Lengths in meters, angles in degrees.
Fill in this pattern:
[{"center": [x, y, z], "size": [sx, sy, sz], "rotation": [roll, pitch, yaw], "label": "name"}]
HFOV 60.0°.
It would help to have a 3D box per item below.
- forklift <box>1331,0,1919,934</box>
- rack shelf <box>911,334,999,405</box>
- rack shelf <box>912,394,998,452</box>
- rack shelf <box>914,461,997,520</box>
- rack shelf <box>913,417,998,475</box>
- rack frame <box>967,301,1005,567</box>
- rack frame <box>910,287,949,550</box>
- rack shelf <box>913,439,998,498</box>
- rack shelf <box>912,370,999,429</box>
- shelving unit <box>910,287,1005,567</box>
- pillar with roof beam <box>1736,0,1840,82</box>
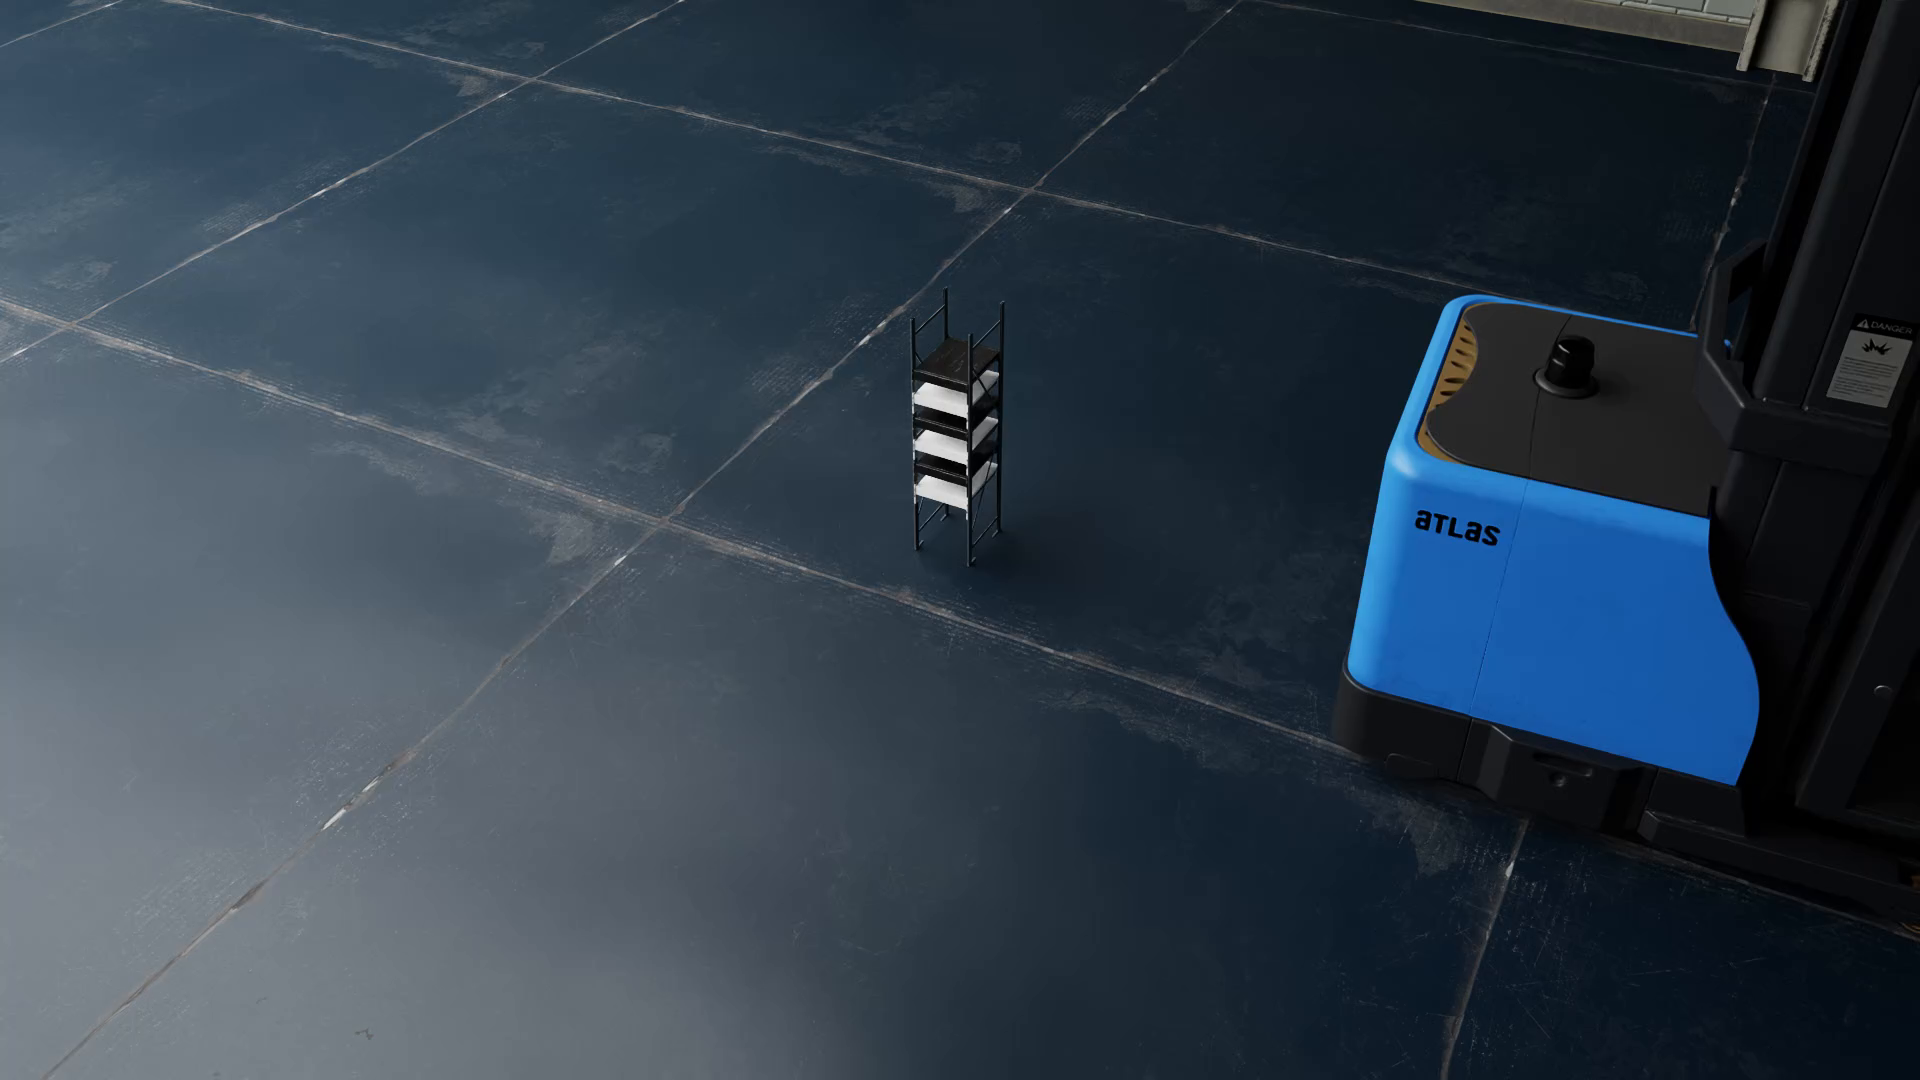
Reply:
[{"center": [2.659, -0.447, 3.915], "size": [3.031, 2.935, 1.130], "rotation": [14, 40, 18], "label": "forklift"}, {"center": [-0.007, -0.549, 5.338], "size": [0.200, 0.077, 0.258], "rotation": [17, 41, 21], "label": "rack shelf"}, {"center": [-0.007, -0.406, 5.447], "size": [0.200, 0.077, 0.258], "rotation": [17, 41, 21], "label": "rack shelf"}, {"center": [-0.007, -0.191, 5.610], "size": [0.200, 0.077, 0.258], "rotation": [17, 41, 21], "label": "rack shelf"}, {"center": [-0.007, -0.334, 5.501], "size": [0.200, 0.077, 0.258], "rotation": [17, 41, 21], "label": "rack shelf"}, {"center": [0.083, -0.332, 5.444], "size": [0.006, 0.900, 0.240], "rotation": [17, 41, 21], "label": "rack frame"}, {"center": [-0.097, -0.389, 5.518], "size": [0.006, 0.900, 0.240], "rotation": [17, 41, 21], "label": "rack frame"}, {"center": [-0.007, -0.262, 5.555], "size": [0.200, 0.077, 0.258], "rotation": [17, 41, 21], "label": "rack shelf"}, {"center": [-0.007, -0.478, 5.392], "size": [0.200, 0.077, 0.258], "rotation": [17, 41, 21], "label": "rack shelf"}, {"center": [-0.007, -0.361, 5.481], "size": [0.210, 0.900, 0.258], "rotation": [17, 41, 21], "label": "shelving unit"}, {"center": [2.545, -3.894, 3.437], "size": [0.400, 9.000, 9.100], "rotation": [17, 41, 21], "label": "pillar with roof beam"}]
